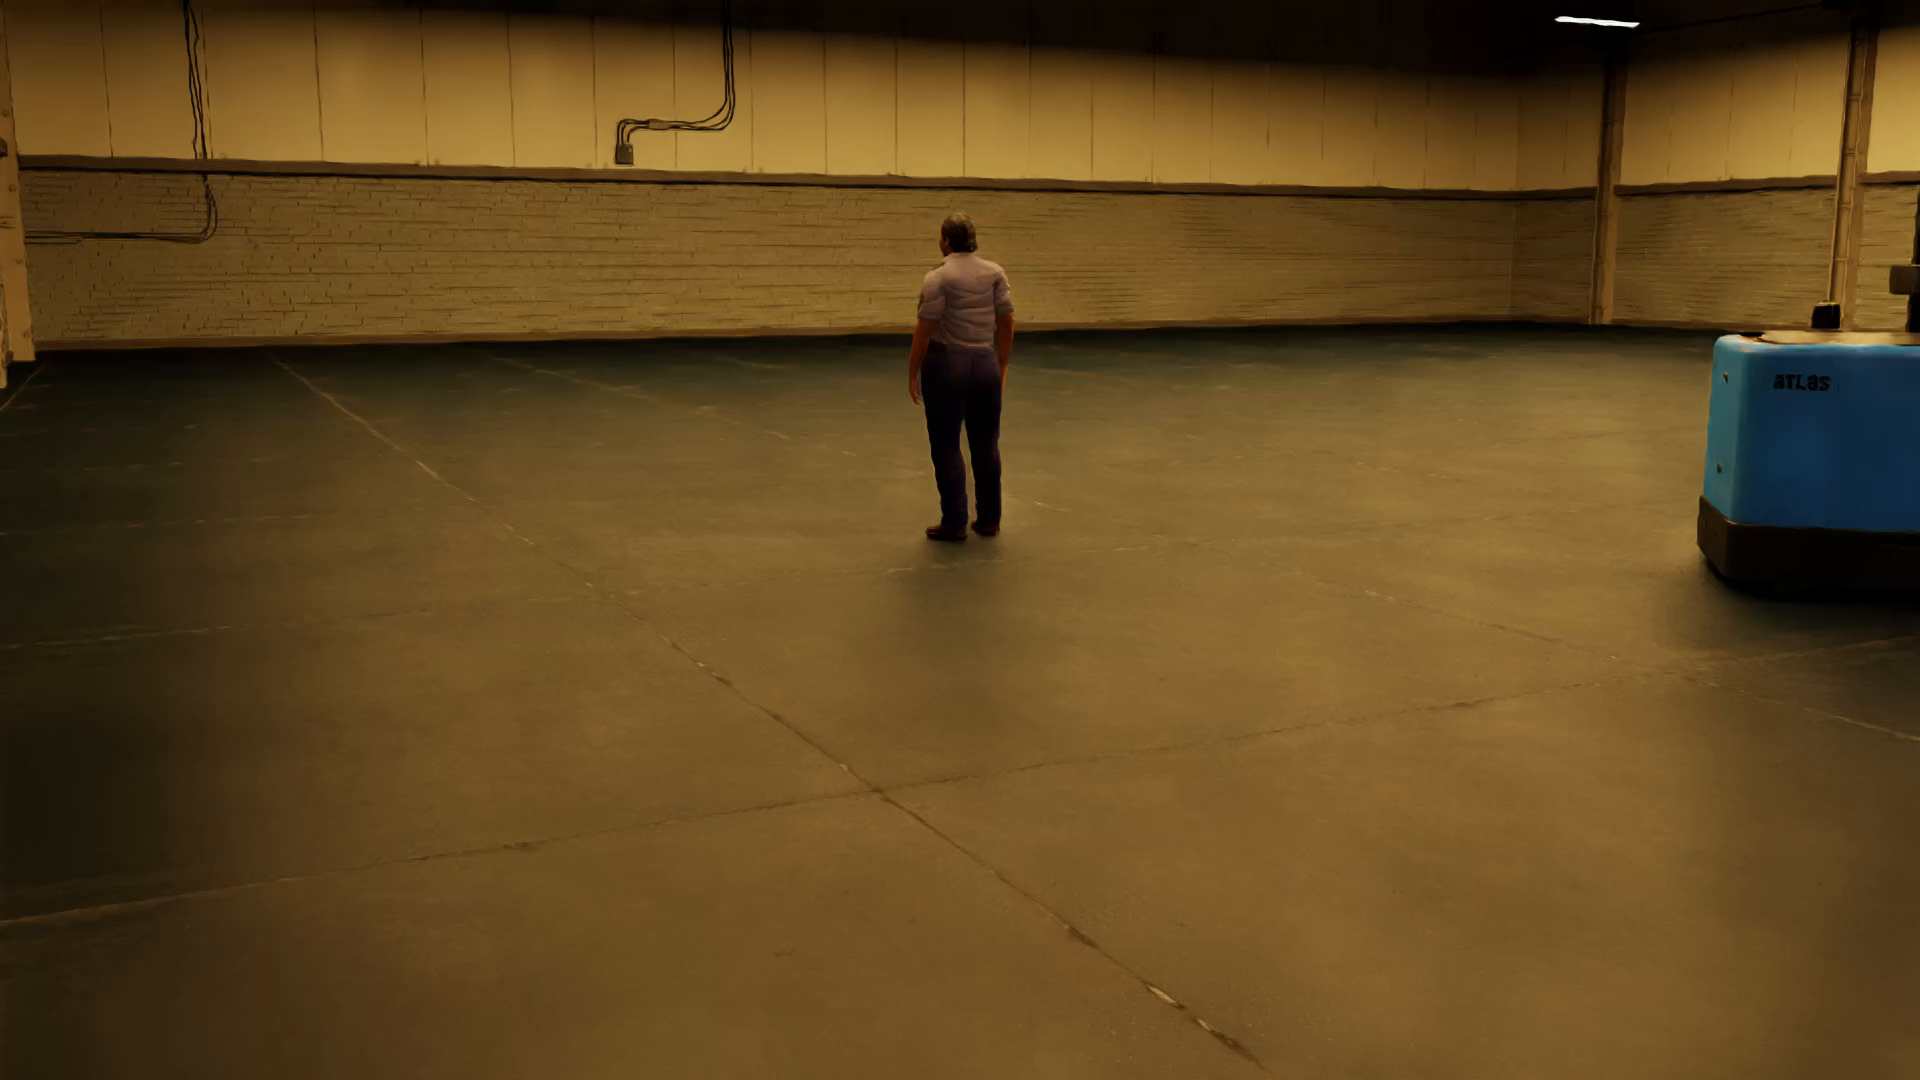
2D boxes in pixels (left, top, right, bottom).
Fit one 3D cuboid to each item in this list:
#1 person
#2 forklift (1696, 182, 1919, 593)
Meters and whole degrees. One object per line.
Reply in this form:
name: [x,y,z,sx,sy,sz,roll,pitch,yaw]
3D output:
person: [-0.019,-0.835,8.511,0.599,1.650,0.502,-5,11,-26]
forklift: [4.873,-1.215,6.940,3.031,2.935,1.130,3,10,16]
